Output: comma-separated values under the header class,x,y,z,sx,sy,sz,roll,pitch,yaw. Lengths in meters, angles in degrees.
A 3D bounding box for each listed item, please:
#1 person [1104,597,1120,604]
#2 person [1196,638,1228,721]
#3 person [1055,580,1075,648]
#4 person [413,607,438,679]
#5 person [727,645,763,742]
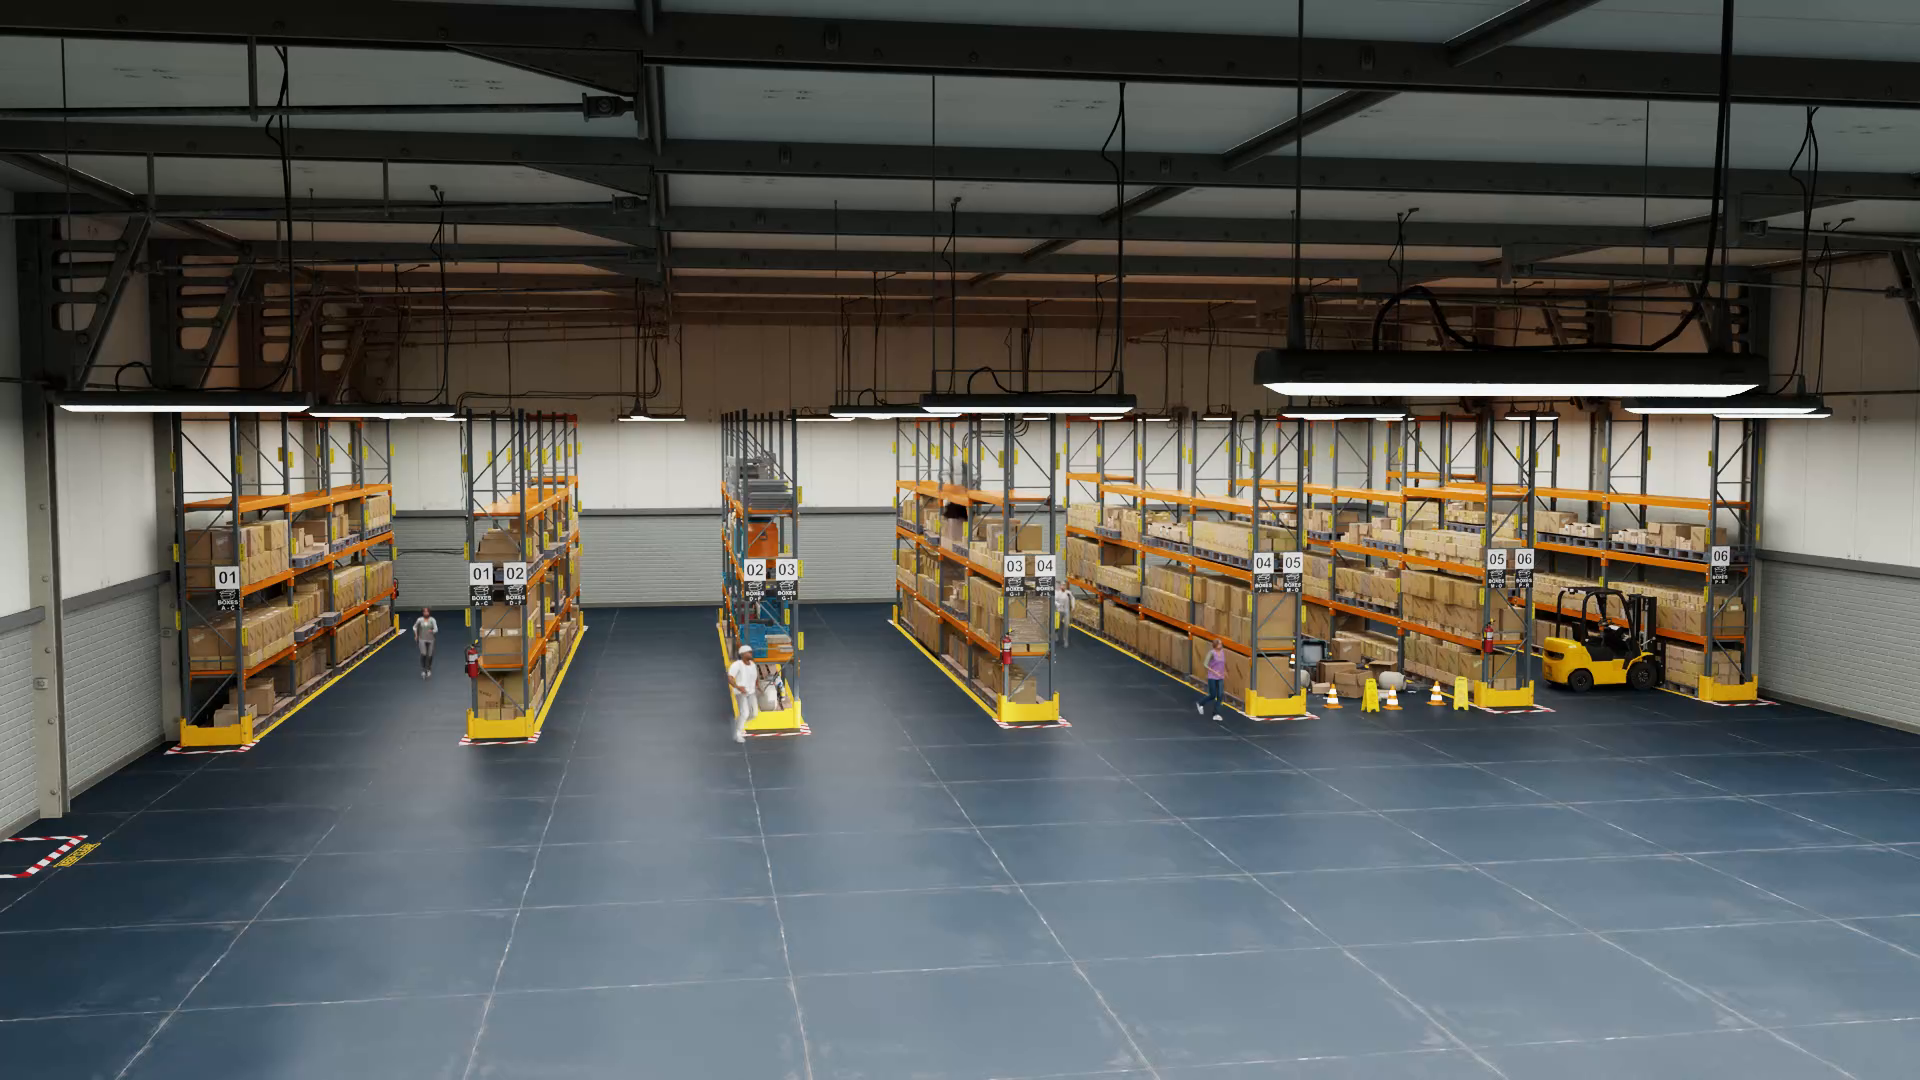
class,x,y,z,sx,sy,sz,roll,pitch,yaw
person,4.491,1.385,49.534,0.743,1.772,0.893,-3,5,-37
person,4.939,2.686,32.263,0.577,1.568,0.710,-3,5,-35
person,2.670,1.875,43.053,0.620,1.717,0.936,0,4,-4
person,-12.007,2.315,37.405,0.503,1.617,0.682,-2,4,-24
person,-3.871,2.769,30.098,0.518,1.715,0.775,3,5,37
